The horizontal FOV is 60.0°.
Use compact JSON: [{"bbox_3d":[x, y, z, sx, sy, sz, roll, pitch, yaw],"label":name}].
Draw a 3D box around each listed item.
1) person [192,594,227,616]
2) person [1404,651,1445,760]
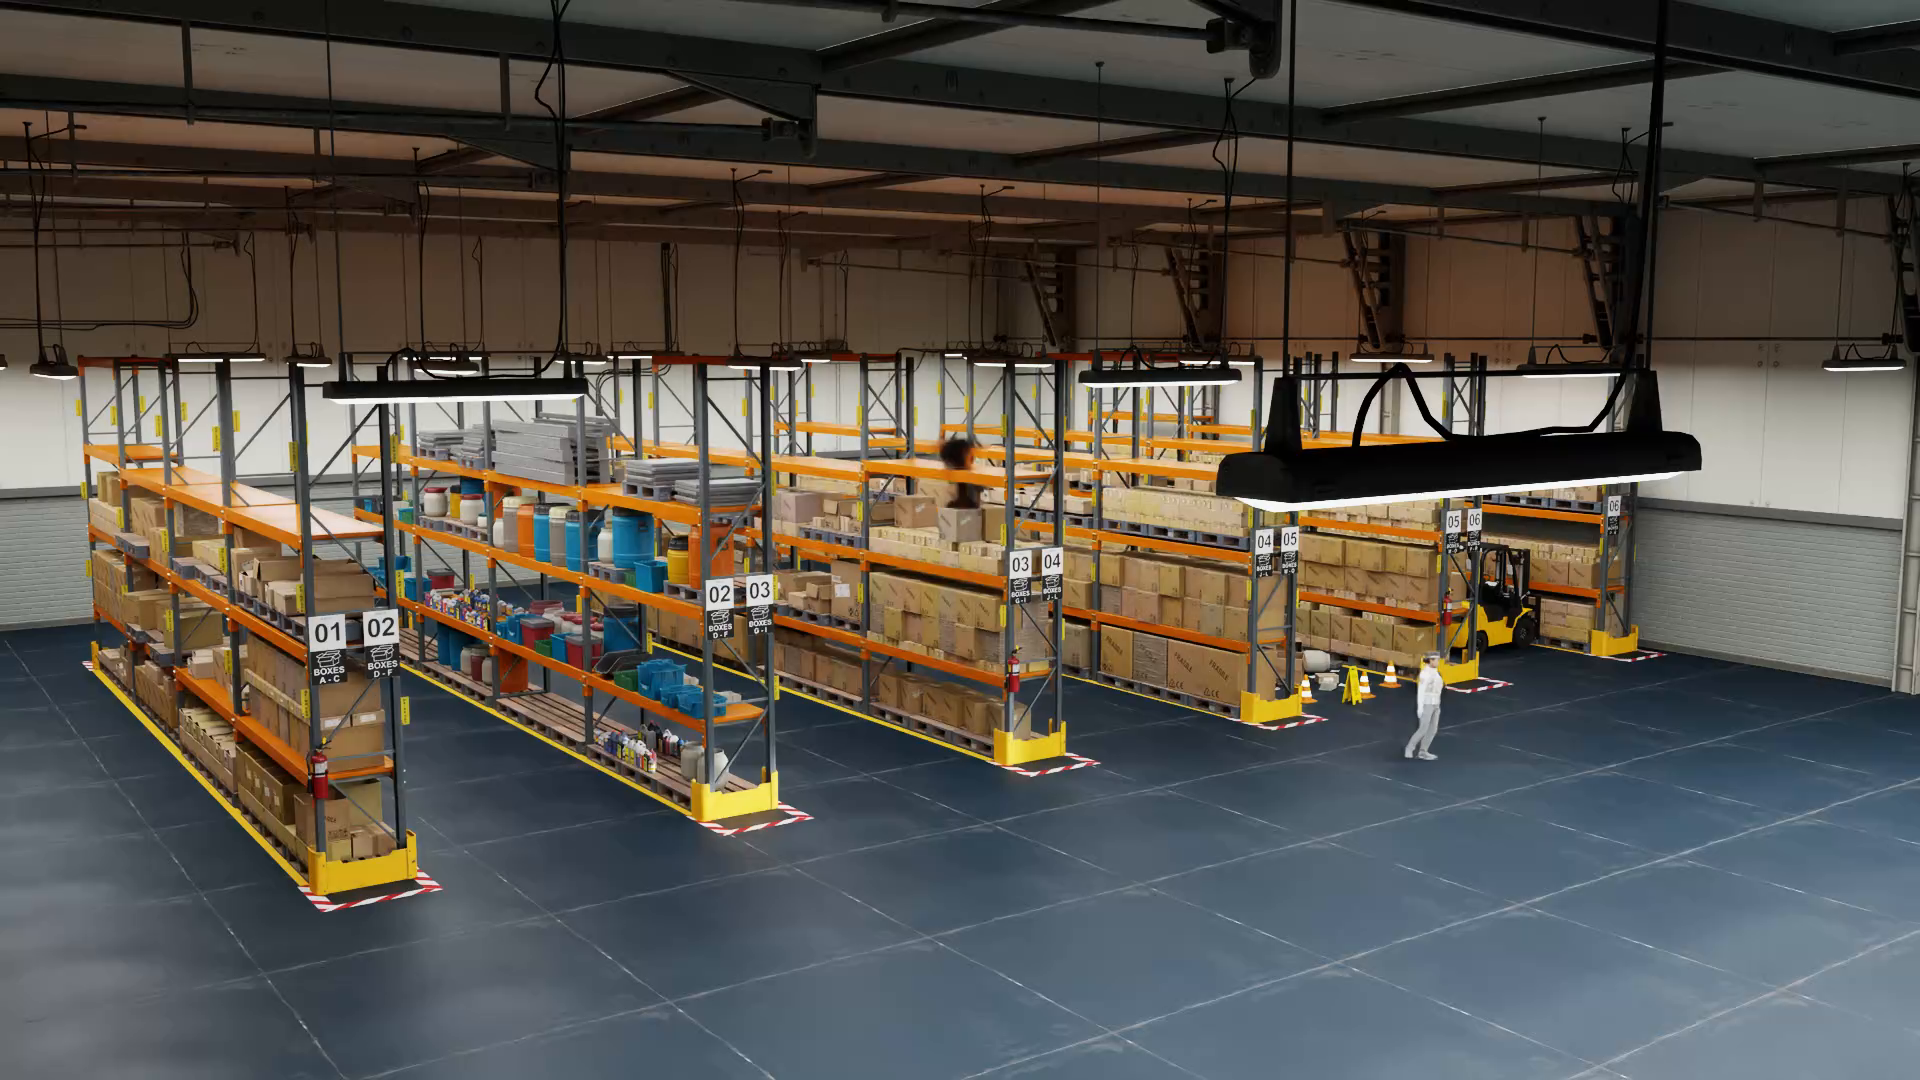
[{"bbox_3d":[-14.929,1.605,33.071,0.689,1.432,1.011,-6,9,-39],"label":"person"},{"bbox_3d":[6.980,2.488,25.015,0.482,1.652,0.597,5,9,36],"label":"person"}]
